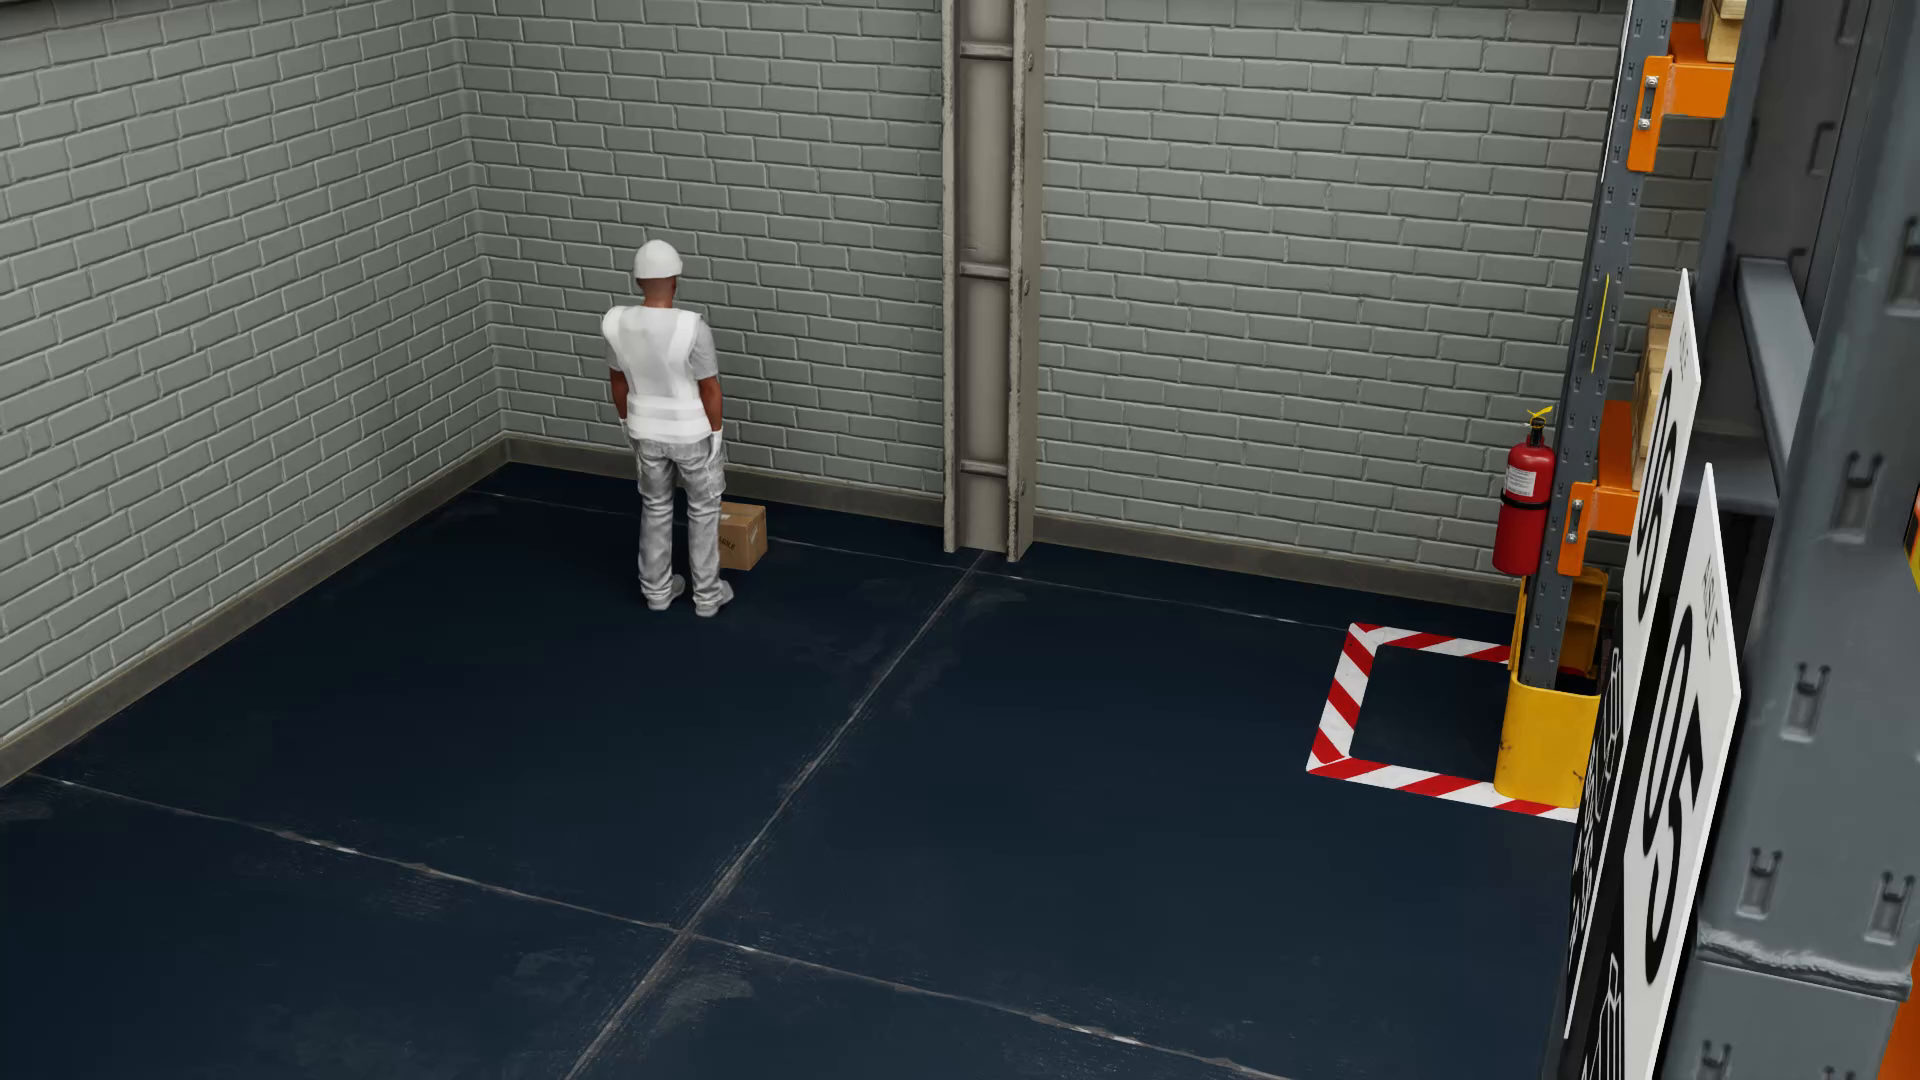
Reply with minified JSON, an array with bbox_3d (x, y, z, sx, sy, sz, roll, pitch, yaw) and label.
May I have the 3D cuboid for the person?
[{"bbox_3d":[-1.250,-0.349,7.963,0.485,1.226,0.969,6,26,12],"label":"person"}]
